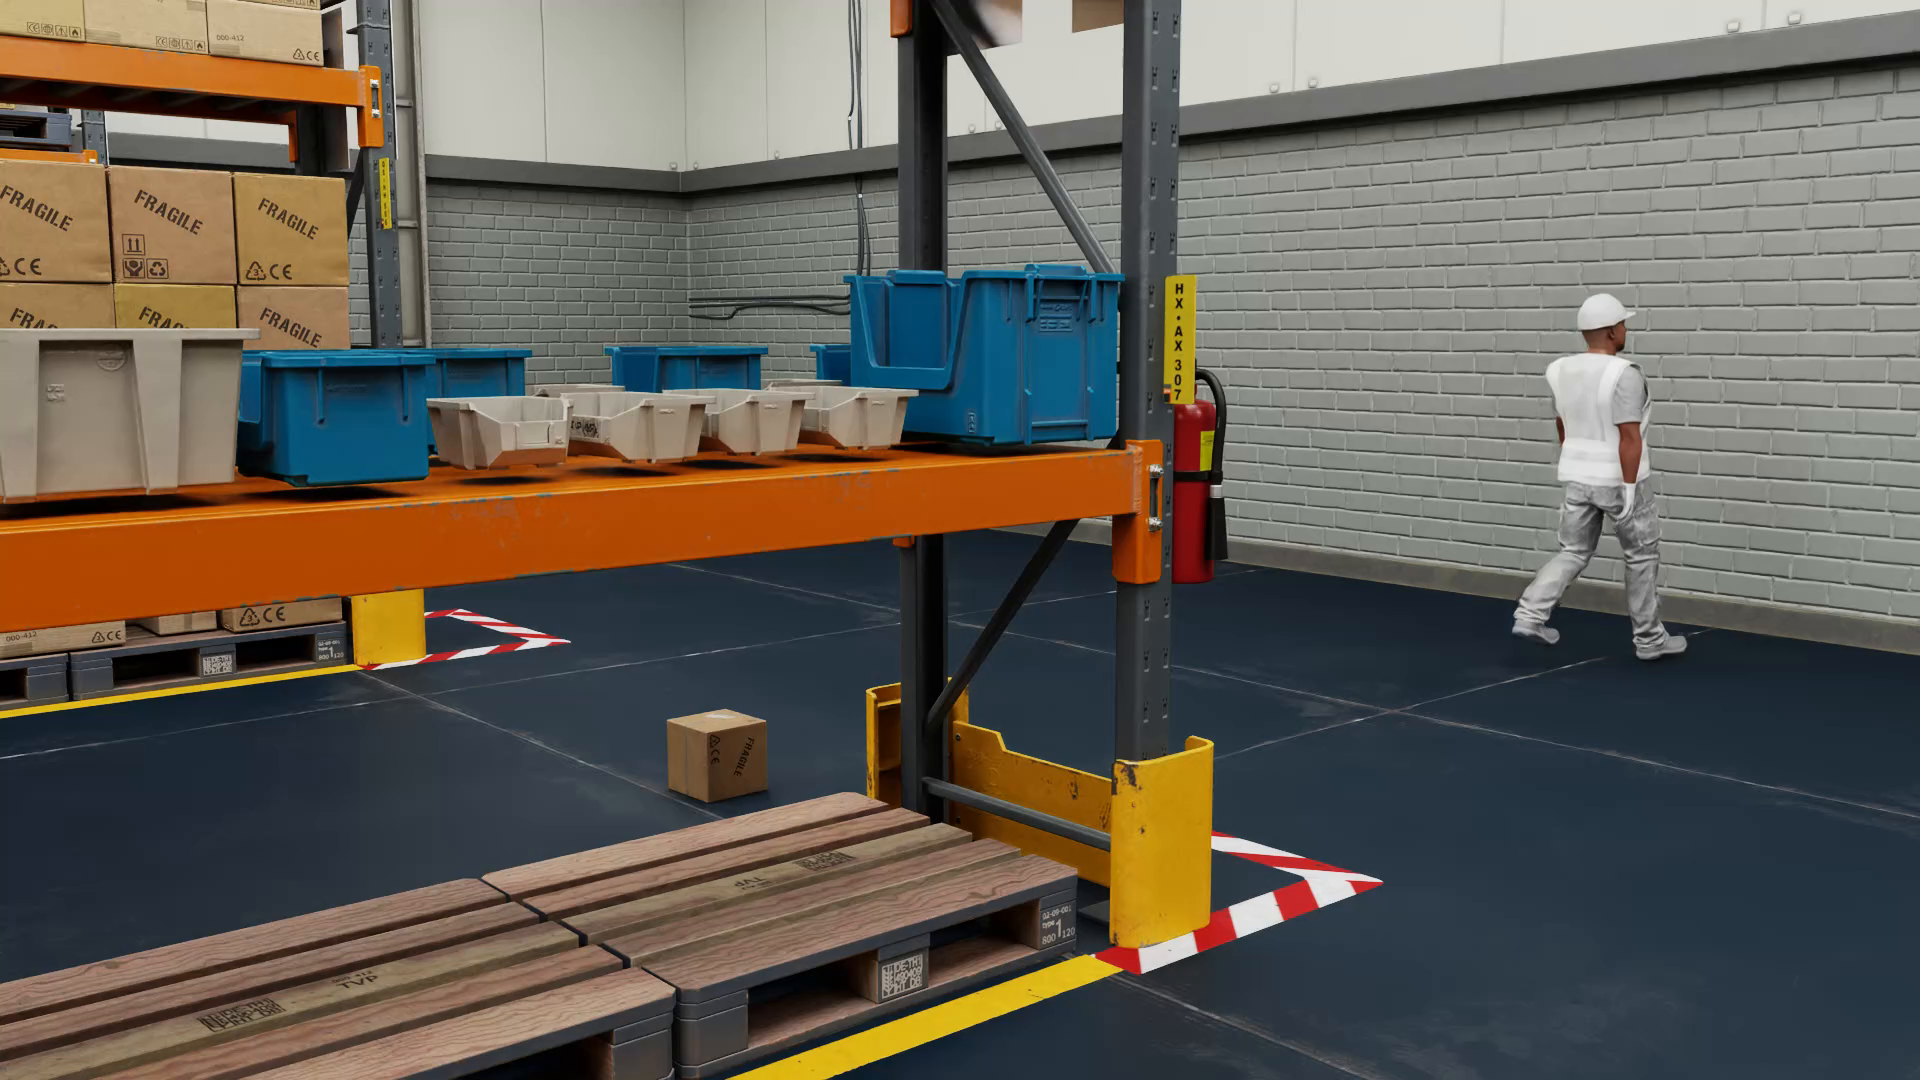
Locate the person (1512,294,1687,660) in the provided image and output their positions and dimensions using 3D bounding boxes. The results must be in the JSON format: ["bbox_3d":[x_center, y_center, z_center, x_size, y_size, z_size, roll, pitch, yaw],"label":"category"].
[{"bbox_3d":[3.116,-0.293,7.981,0.910,1.755,0.552,-4,9,-31],"label":"person"}]
